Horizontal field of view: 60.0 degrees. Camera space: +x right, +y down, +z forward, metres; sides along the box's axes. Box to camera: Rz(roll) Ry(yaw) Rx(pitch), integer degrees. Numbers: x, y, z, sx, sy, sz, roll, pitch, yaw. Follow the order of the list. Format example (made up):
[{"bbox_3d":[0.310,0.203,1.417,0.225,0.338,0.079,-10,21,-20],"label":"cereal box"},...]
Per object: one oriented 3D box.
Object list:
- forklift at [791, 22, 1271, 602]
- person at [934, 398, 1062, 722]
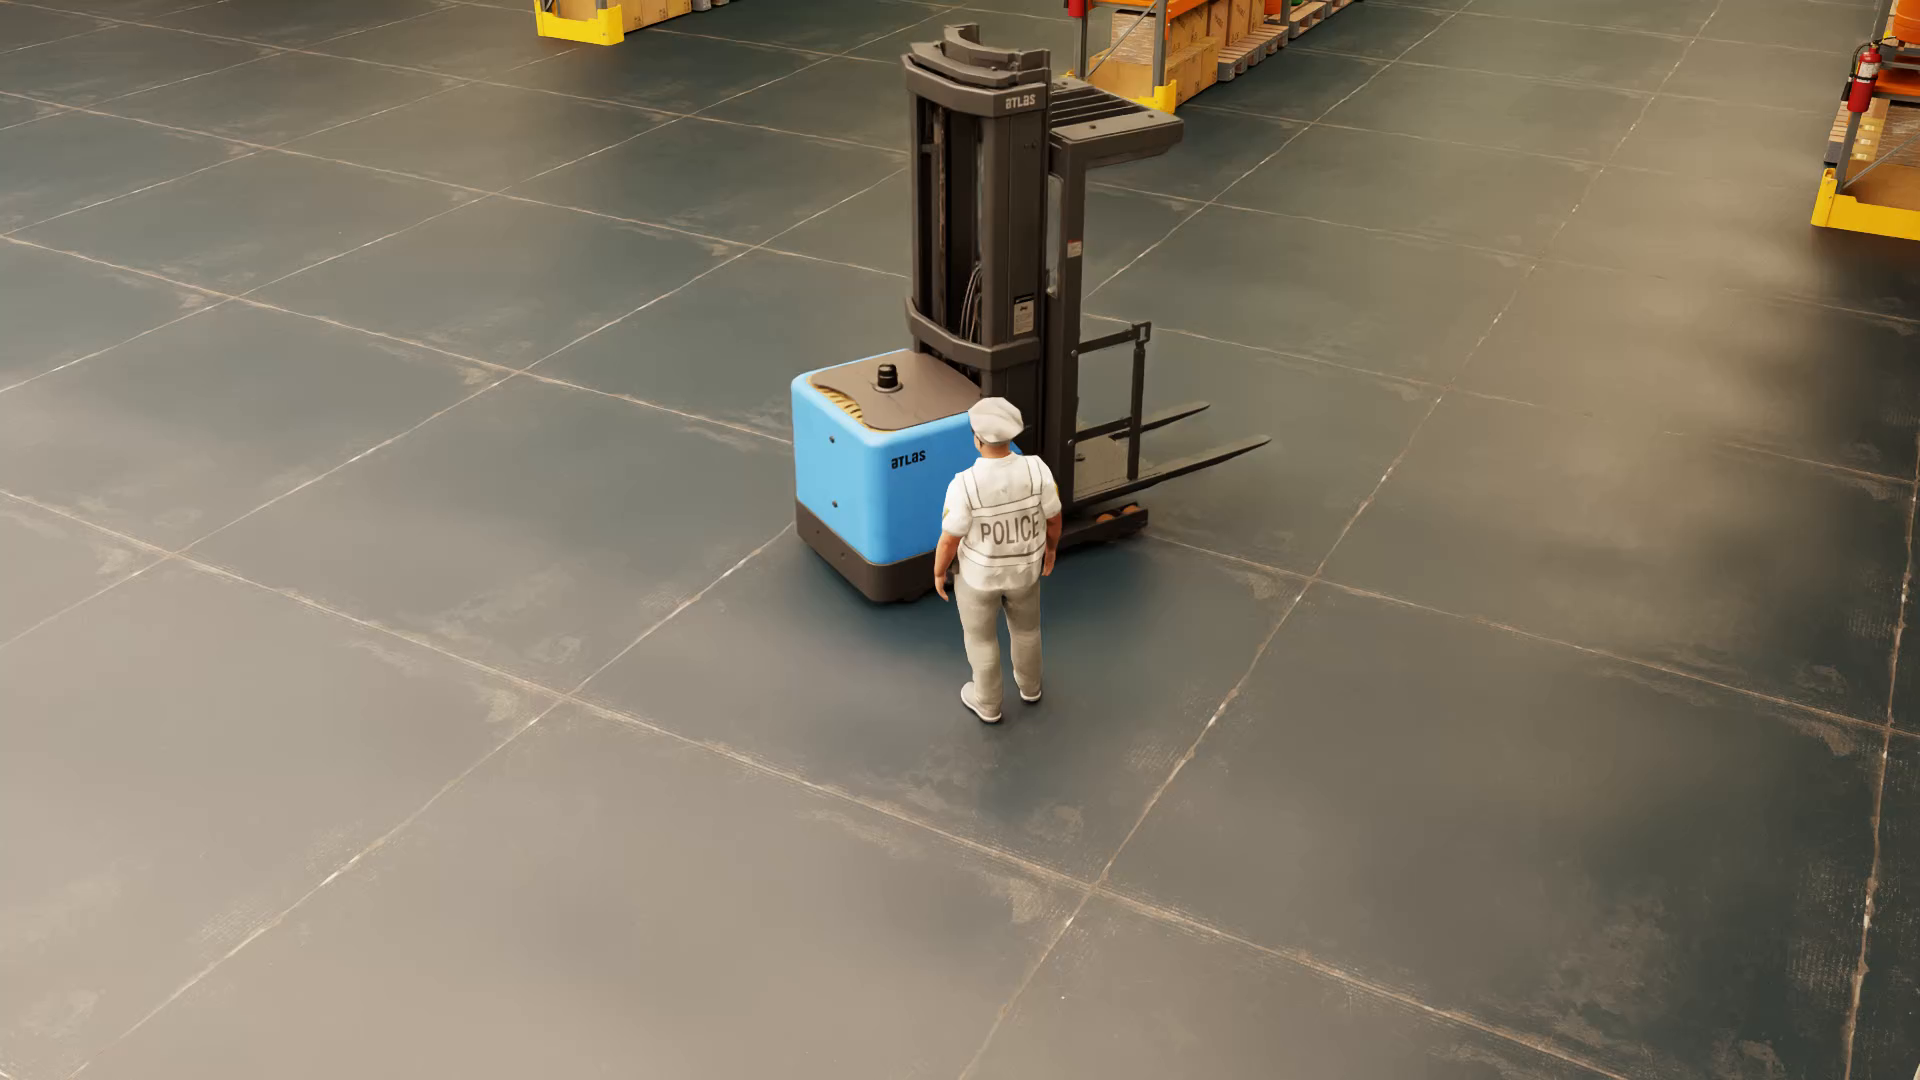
[{"bbox_3d":[0.541,-1.463,9.606,3.031,2.935,1.130,-17,34,-27],"label":"forklift"},{"bbox_3d":[0.162,0.082,8.063,0.640,1.781,0.576,-9,31,-15],"label":"person"}]
